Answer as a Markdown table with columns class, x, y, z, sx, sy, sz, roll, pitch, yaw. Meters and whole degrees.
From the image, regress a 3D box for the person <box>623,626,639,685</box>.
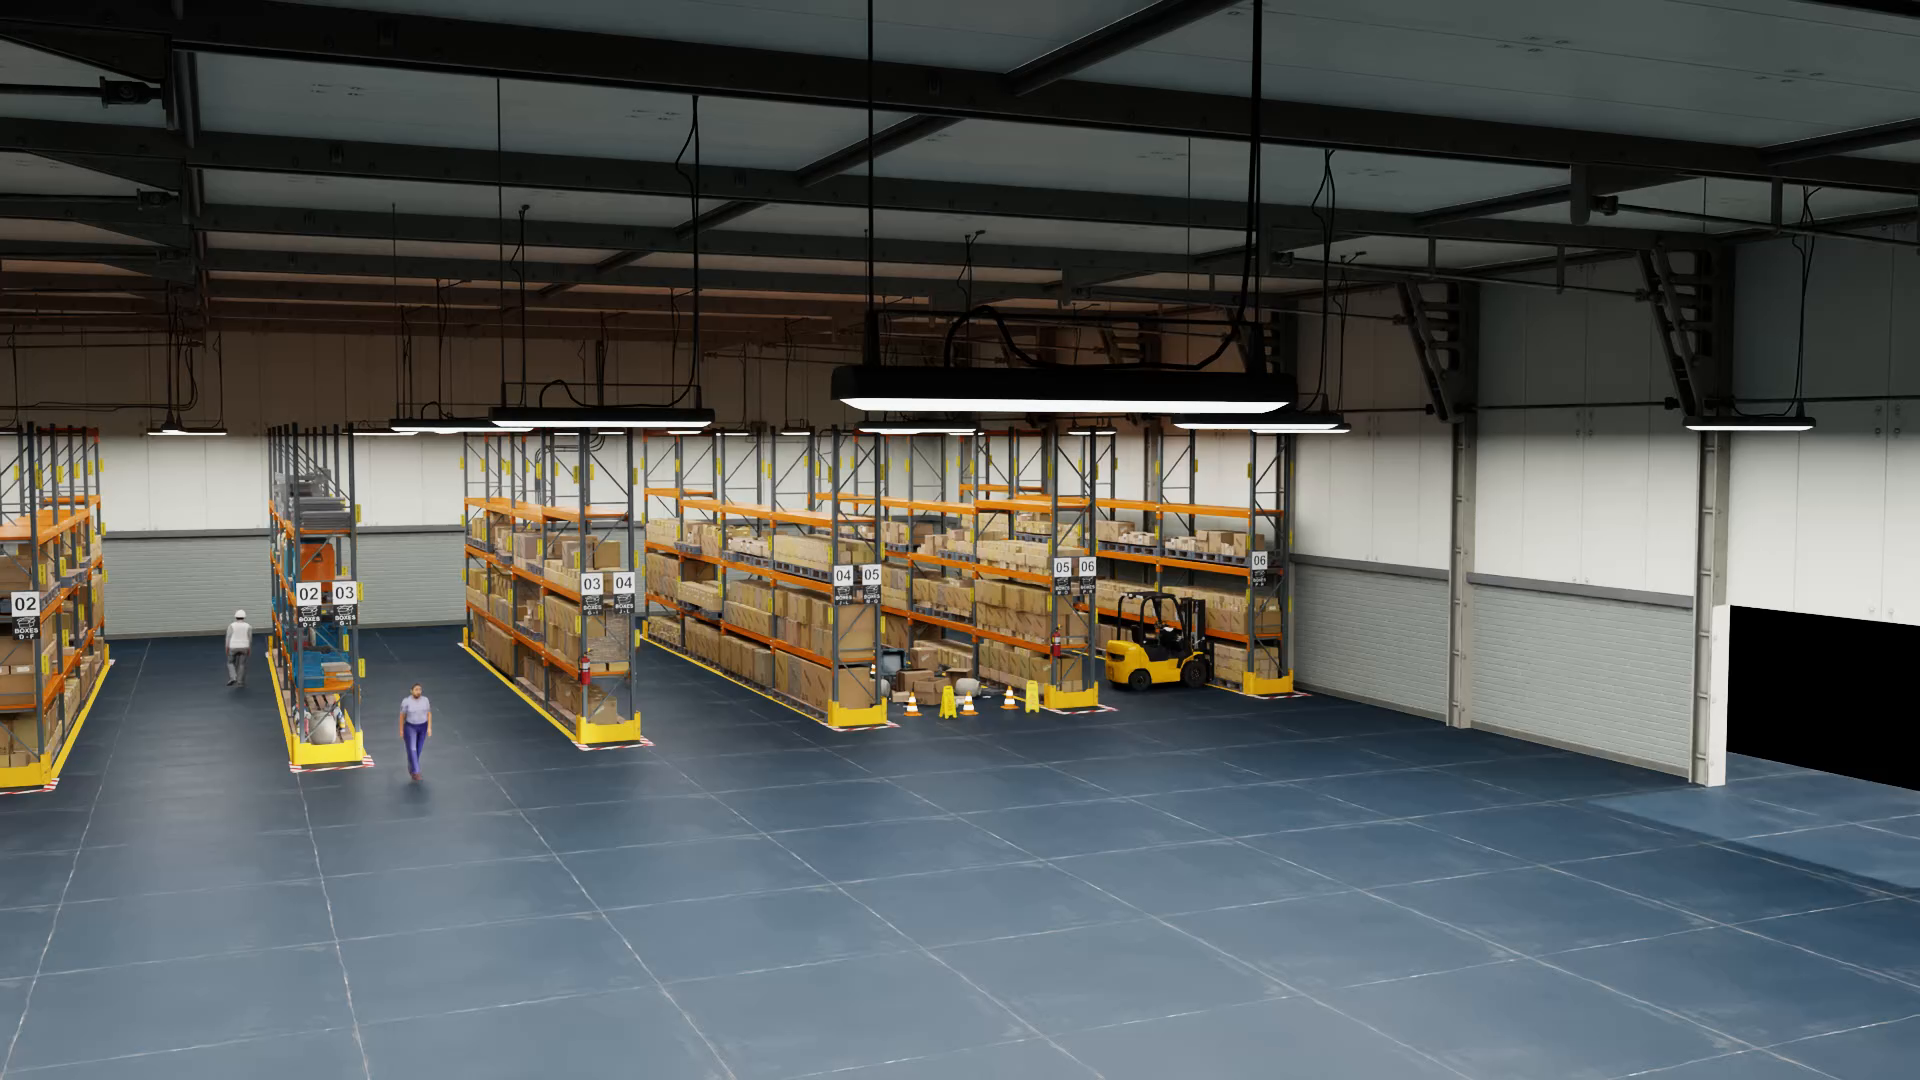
| class | x | y | z | sx | sy | sz | roll | pitch | yaw |
| --- | --- | --- | --- | --- | --- | --- | --- | --- | --- |
| person | -7.763 | 2.557 | 38.824 | 0.538 | 1.624 | 0.541 | -2 | 4 | -27 |

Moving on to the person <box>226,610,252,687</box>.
| class | x | y | z | sx | sy | sz | roll | pitch | yaw |
| --- | --- | --- | --- | --- | --- | --- | --- | --- | --- |
| person | -16.580 | 2.492 | 38.249 | 0.570 | 1.771 | 0.449 | -2 | 4 | -26 |

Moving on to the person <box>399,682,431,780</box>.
| class | x | y | z | sx | sy | sz | roll | pitch | yaw |
| --- | --- | --- | --- | --- | --- | --- | --- | --- | --- |
| person | -9.129 | 3.195 | 27.933 | 0.964 | 1.594 | 0.538 | 3 | 5 | 45 |
